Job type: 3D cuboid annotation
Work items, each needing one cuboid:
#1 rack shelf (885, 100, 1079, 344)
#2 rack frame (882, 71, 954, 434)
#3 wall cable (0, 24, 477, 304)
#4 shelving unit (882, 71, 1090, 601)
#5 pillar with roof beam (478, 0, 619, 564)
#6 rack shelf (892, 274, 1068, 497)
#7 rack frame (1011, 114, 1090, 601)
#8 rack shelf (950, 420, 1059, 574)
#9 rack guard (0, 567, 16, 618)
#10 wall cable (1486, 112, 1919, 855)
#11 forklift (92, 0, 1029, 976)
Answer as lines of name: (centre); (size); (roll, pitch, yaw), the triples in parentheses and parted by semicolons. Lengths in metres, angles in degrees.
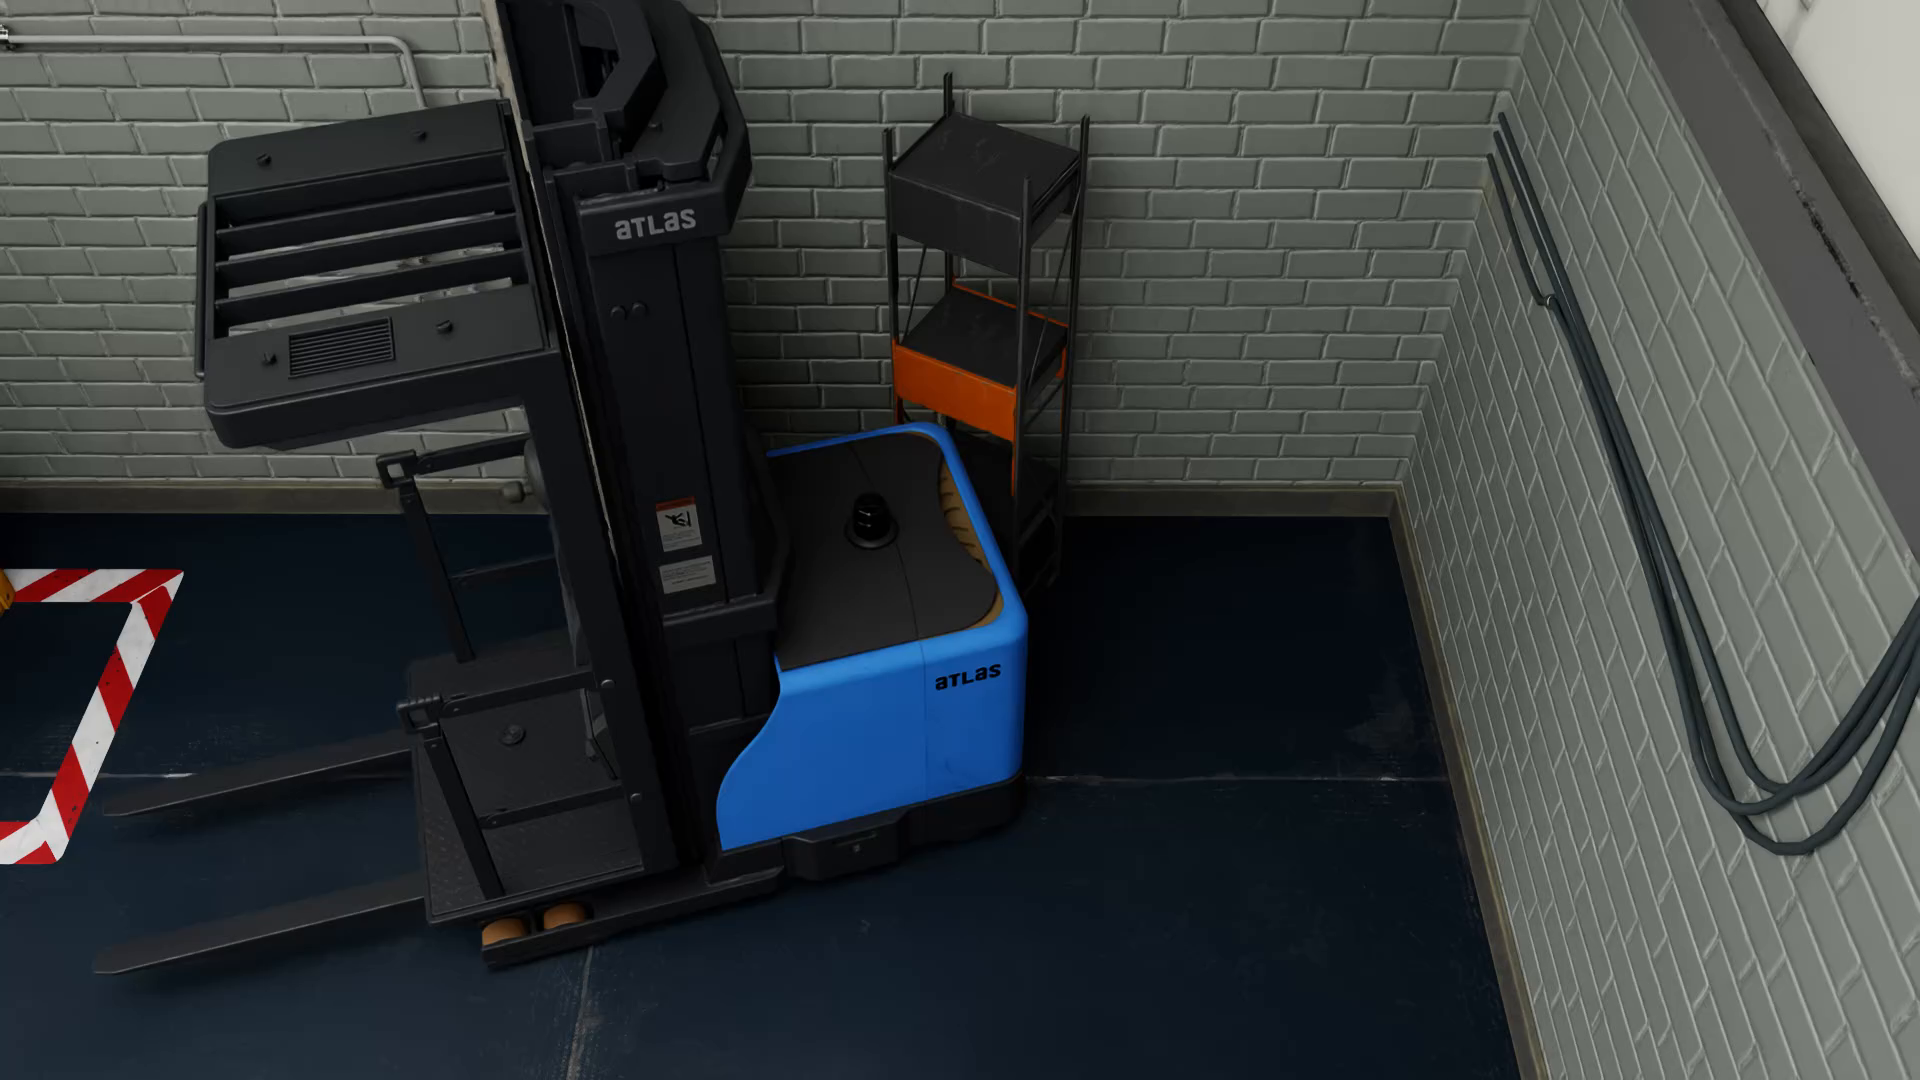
rack shelf: (0.081, -1.020, 5.327); (0.480, 0.518, 0.431); (23, 51, 20)
rack frame: (-0.130, -0.642, 5.913); (0.015, 2.100, 0.400); (23, 51, 20)
wall cable: (-2.632, -1.450, 5.356); (1.851, 1.984, 0.084); (0, 47, 0)
shelving unit: (0.081, -0.552, 5.829); (0.503, 2.100, 0.431); (23, 51, 20)
pillar with roof beam: (-1.228, 0.067, 0.540); (0.400, 9.000, 9.100); (0, 47, 0)
rack shelf: (0.081, -0.543, 5.839); (0.480, 0.518, 0.431); (23, 51, 20)
rack frame: (0.292, -0.463, 5.746); (0.015, 2.100, 0.400); (23, 51, 20)
rack shelf: (0.081, -0.066, 6.352); (0.480, 0.518, 0.431); (23, 51, 20)
rack guard: (-3.891, 0.437, 6.002); (0.348, 0.500, 1.175); (0, 47, 0)
wall cable: (1.739, -1.124, 3.770); (0.112, 2.526, 3.097); (0, 47, 0)
forklift: (-1.350, -0.043, 4.788); (3.031, 2.935, 1.130); (-12, 48, -11)
